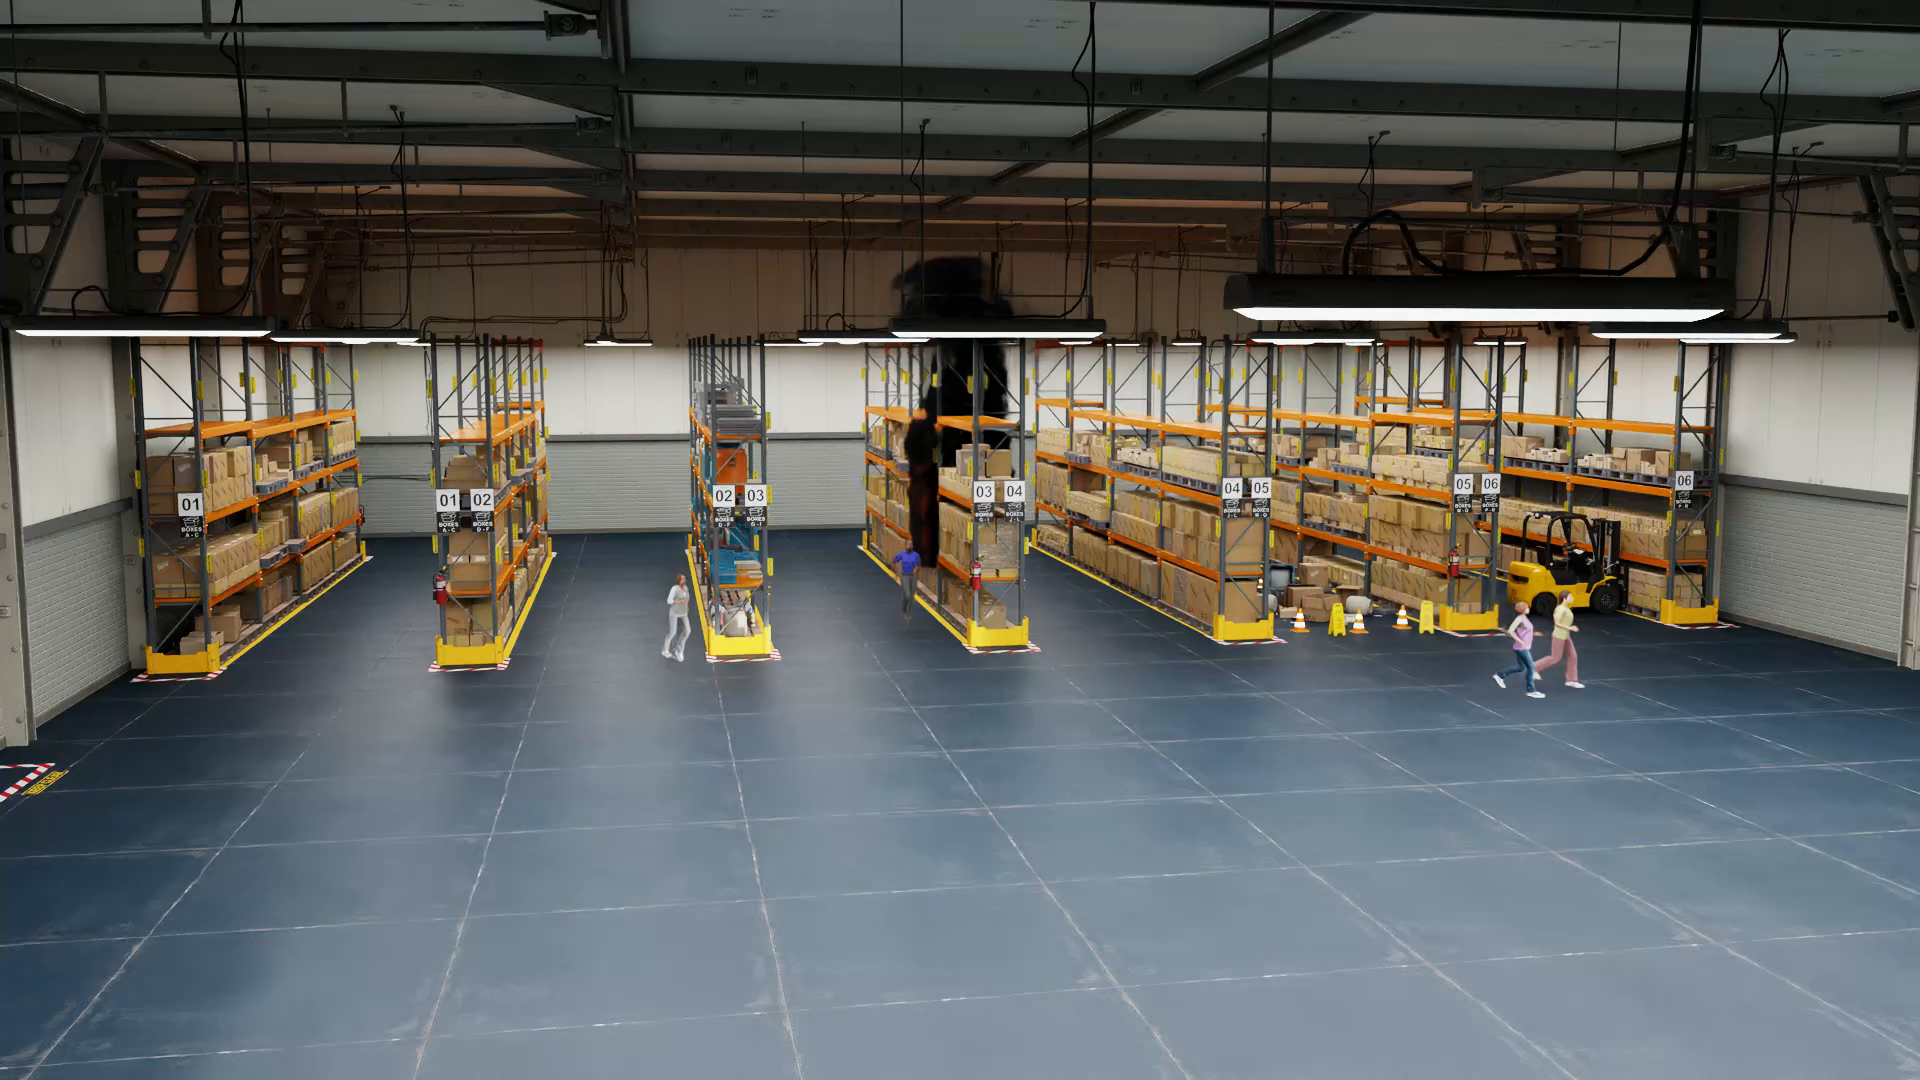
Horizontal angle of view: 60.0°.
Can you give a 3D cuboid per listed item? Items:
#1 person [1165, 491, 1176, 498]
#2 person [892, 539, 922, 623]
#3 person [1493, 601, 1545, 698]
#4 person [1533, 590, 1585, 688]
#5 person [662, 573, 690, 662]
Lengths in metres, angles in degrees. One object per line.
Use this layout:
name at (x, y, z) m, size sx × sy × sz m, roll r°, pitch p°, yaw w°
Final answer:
person at (6.400, -0.898, 50.770) m, size 0.740 × 1.628 × 0.635 m, roll 0°, pitch 7°, yaw -3°
person at (-1.028, 0.821, 33.274) m, size 0.550 × 1.681 × 0.640 m, roll -2°, pitch 7°, yaw -19°
person at (9.249, 1.792, 27.456) m, size 0.841 × 1.572 × 0.546 m, roll 3°, pitch 7°, yaw 26°
person at (10.158, 1.665, 28.260) m, size 0.933 × 1.655 × 0.564 m, roll 4°, pitch 8°, yaw 34°
person at (-5.186, 1.428, 30.730) m, size 0.536 × 1.630 × 0.682 m, roll -6°, pitch 9°, yaw -43°
